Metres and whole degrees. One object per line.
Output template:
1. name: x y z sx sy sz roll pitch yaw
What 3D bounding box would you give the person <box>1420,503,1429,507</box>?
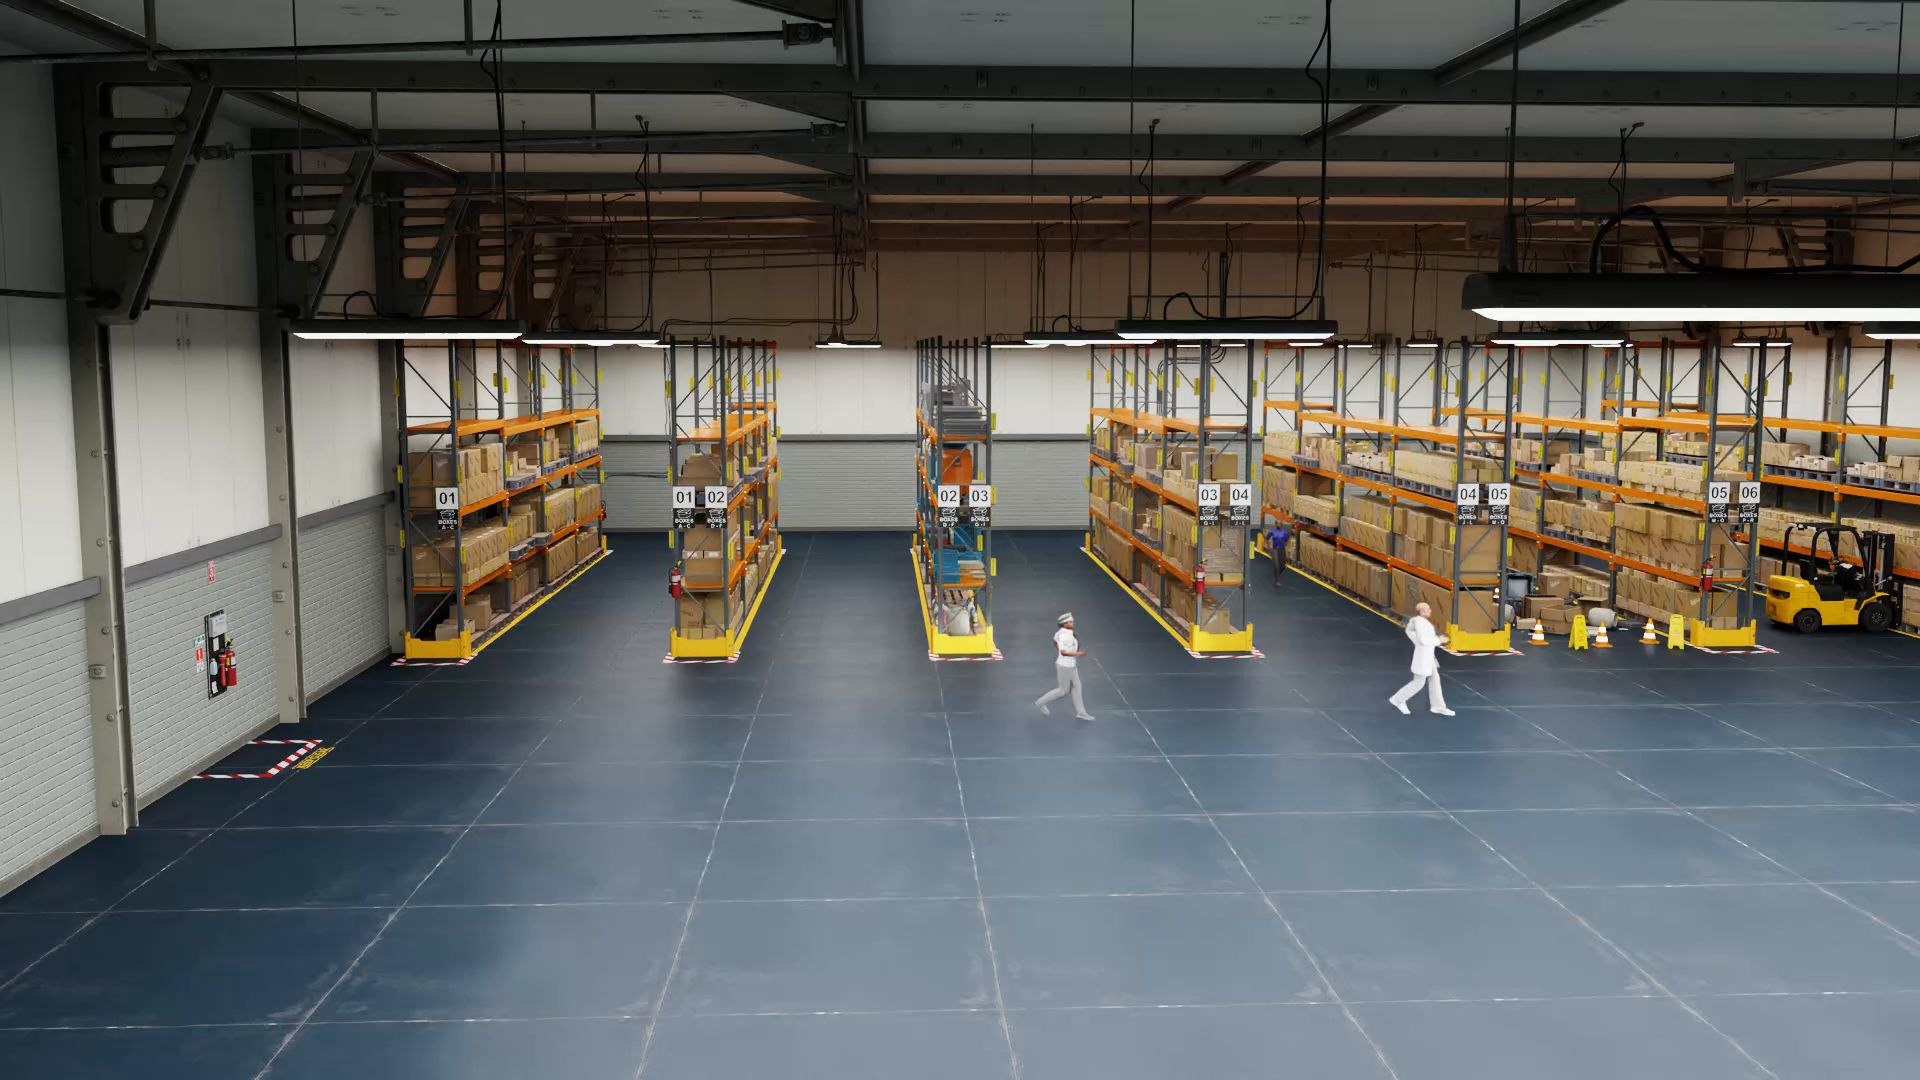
1. person: 13.835 -0.757 49.496 0.917 1.641 0.664 1 7 11

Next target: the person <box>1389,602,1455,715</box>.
1. person: 7.244 1.854 25.987 1.001 1.770 0.706 2 7 18

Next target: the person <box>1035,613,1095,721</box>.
1. person: 1.629 1.954 25.734 0.920 1.699 0.581 1 7 11

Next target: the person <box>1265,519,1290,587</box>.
1. person: 7.777 0.296 40.691 0.588 1.621 0.796 0 6 -2
